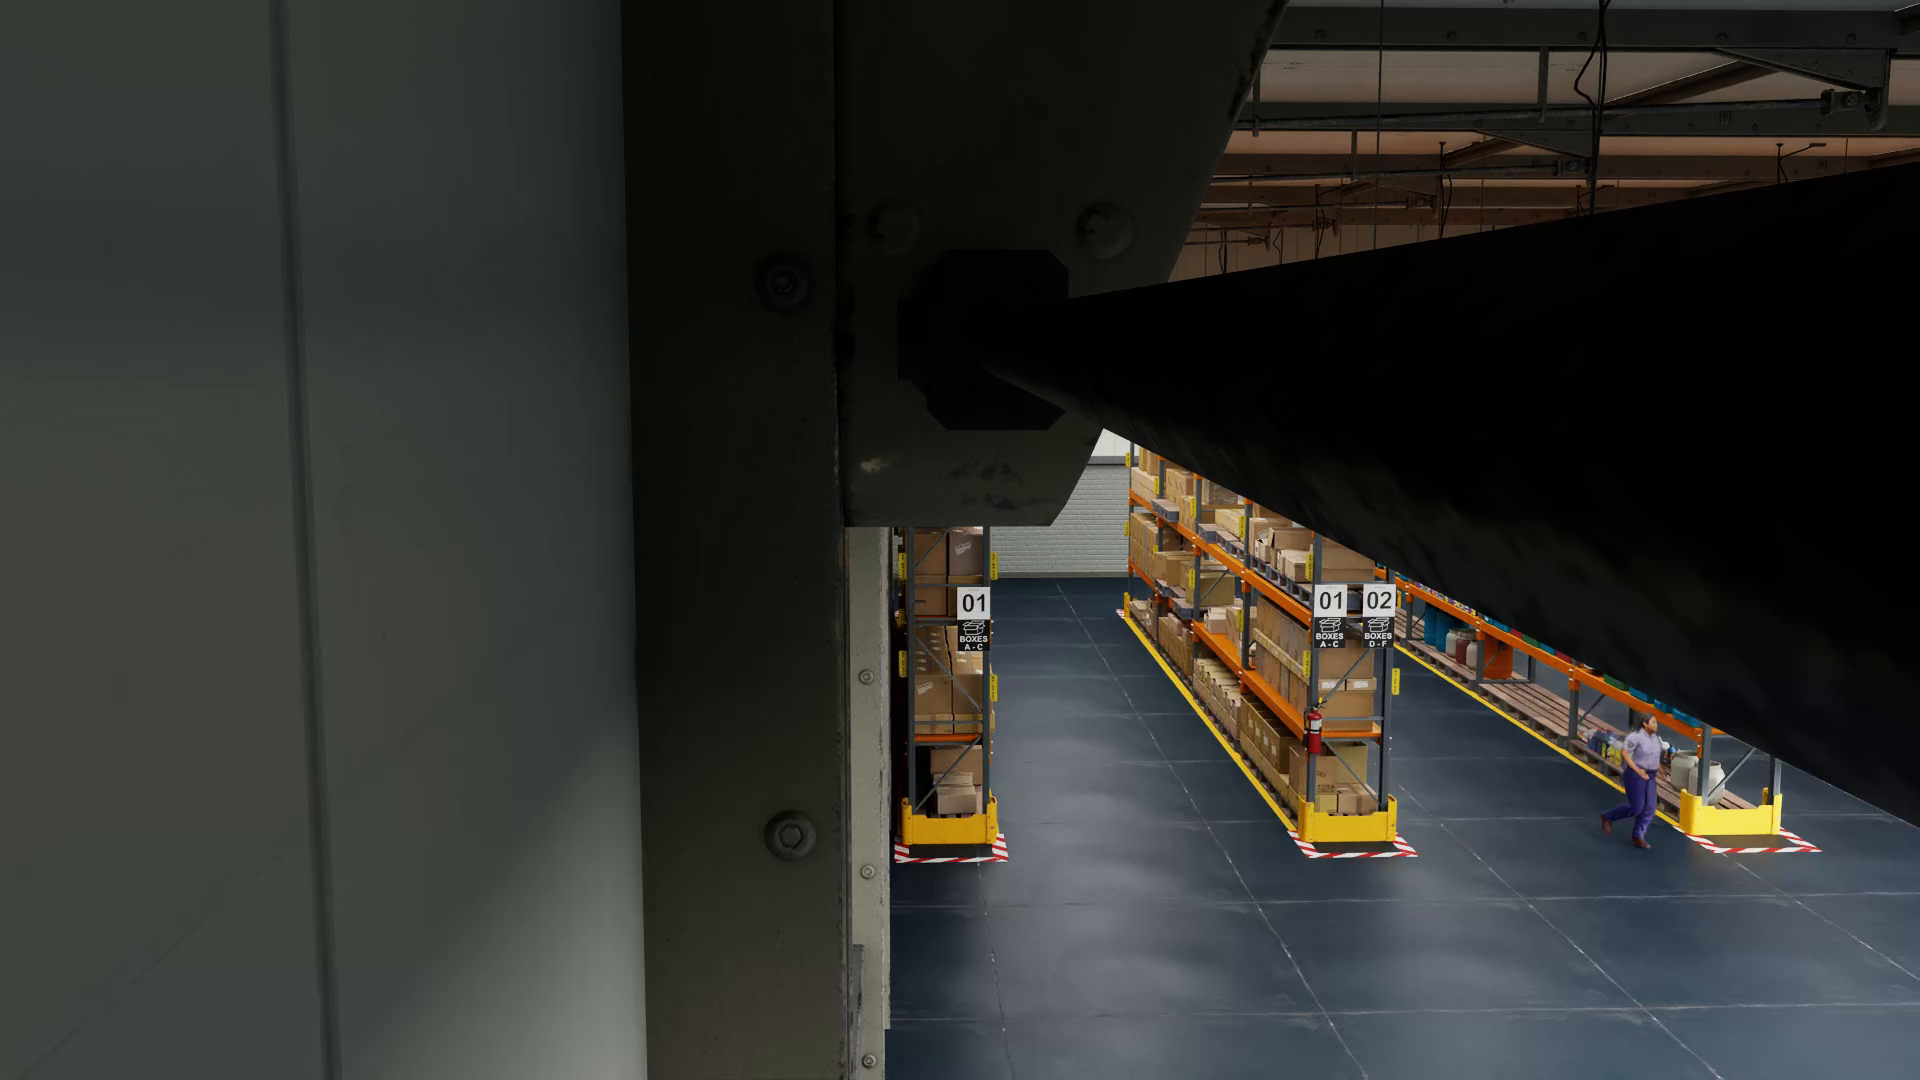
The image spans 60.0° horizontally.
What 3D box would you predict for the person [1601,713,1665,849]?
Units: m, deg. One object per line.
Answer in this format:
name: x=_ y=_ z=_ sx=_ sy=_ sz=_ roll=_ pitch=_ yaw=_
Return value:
person: x=8.390 y=2.925 z=20.518 sx=0.693 sy=1.607 sz=0.662 roll=-5 pitch=9 yaw=-32
